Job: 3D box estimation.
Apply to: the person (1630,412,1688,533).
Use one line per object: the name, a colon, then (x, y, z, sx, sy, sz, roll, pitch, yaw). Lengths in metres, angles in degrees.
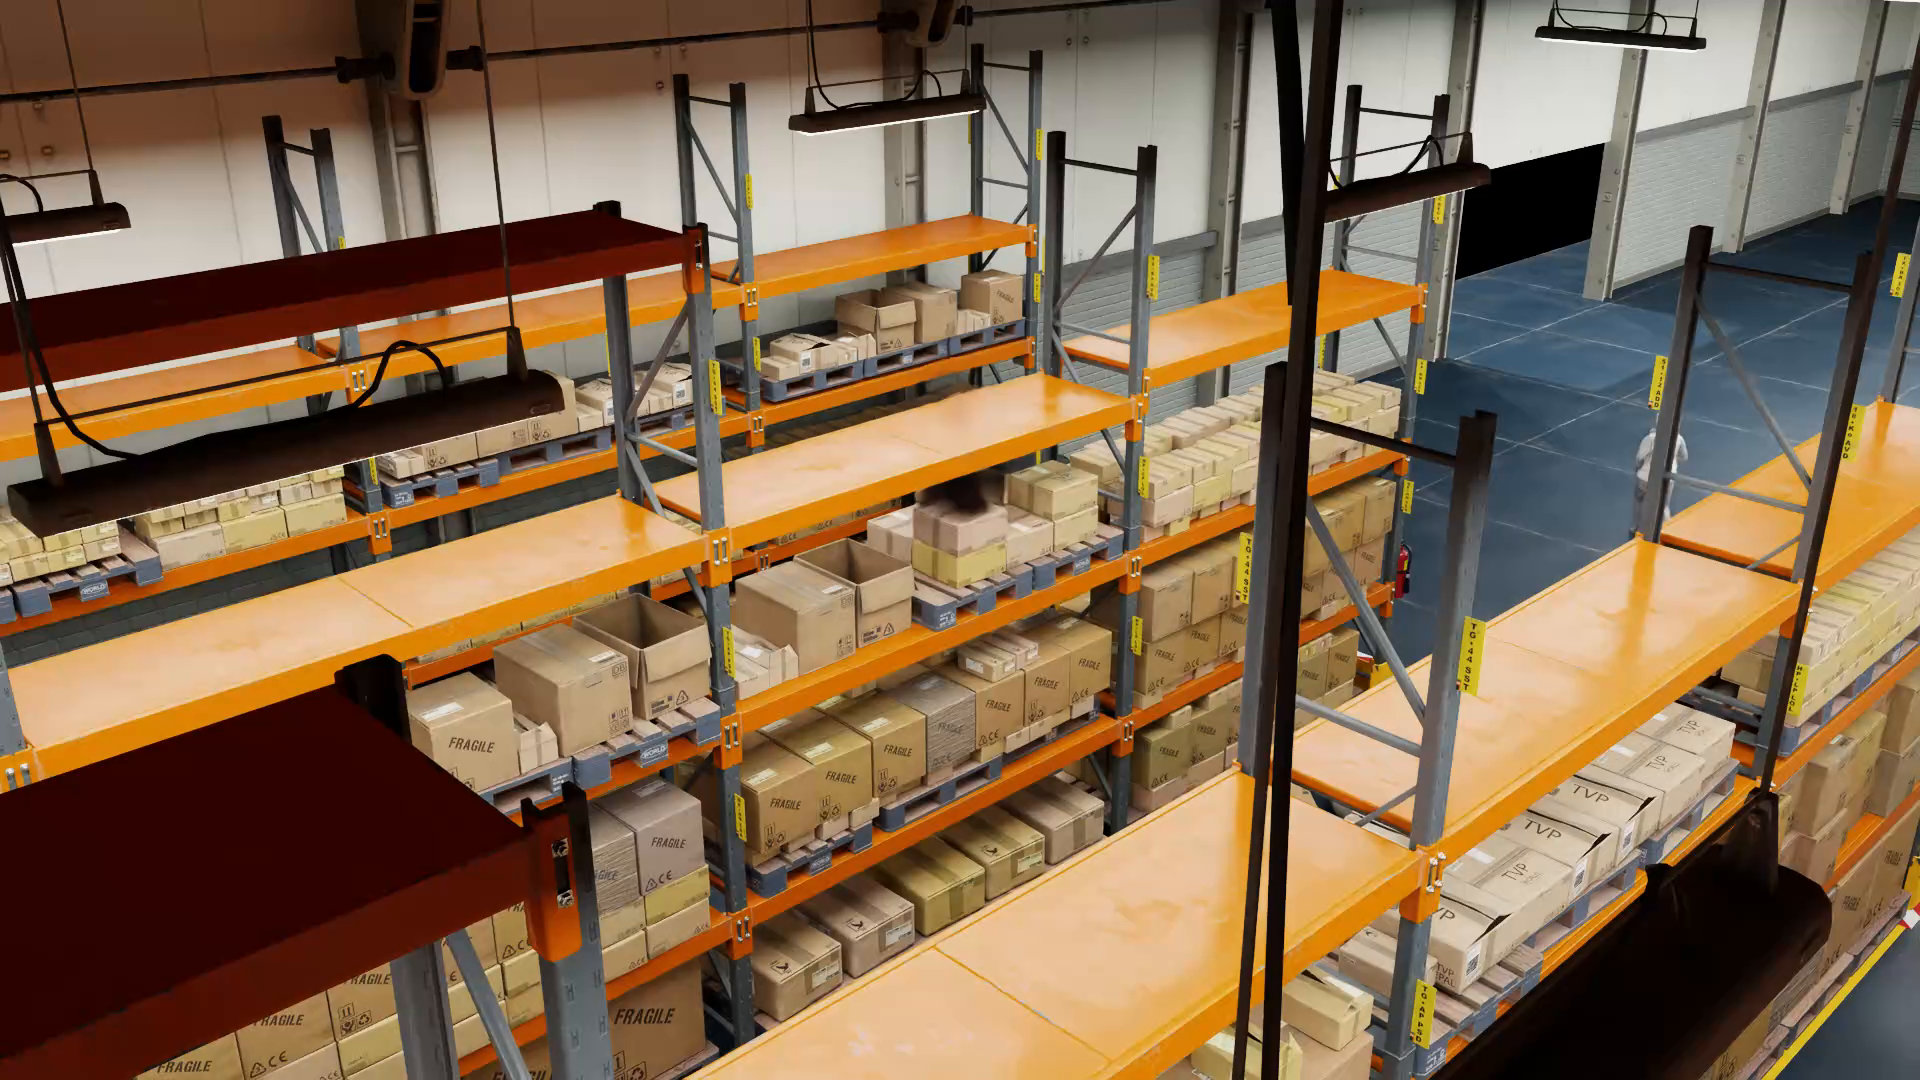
person: (8.578, -0.753, 20.466, 0.643, 1.759, 0.997, 3, 23, 8)
